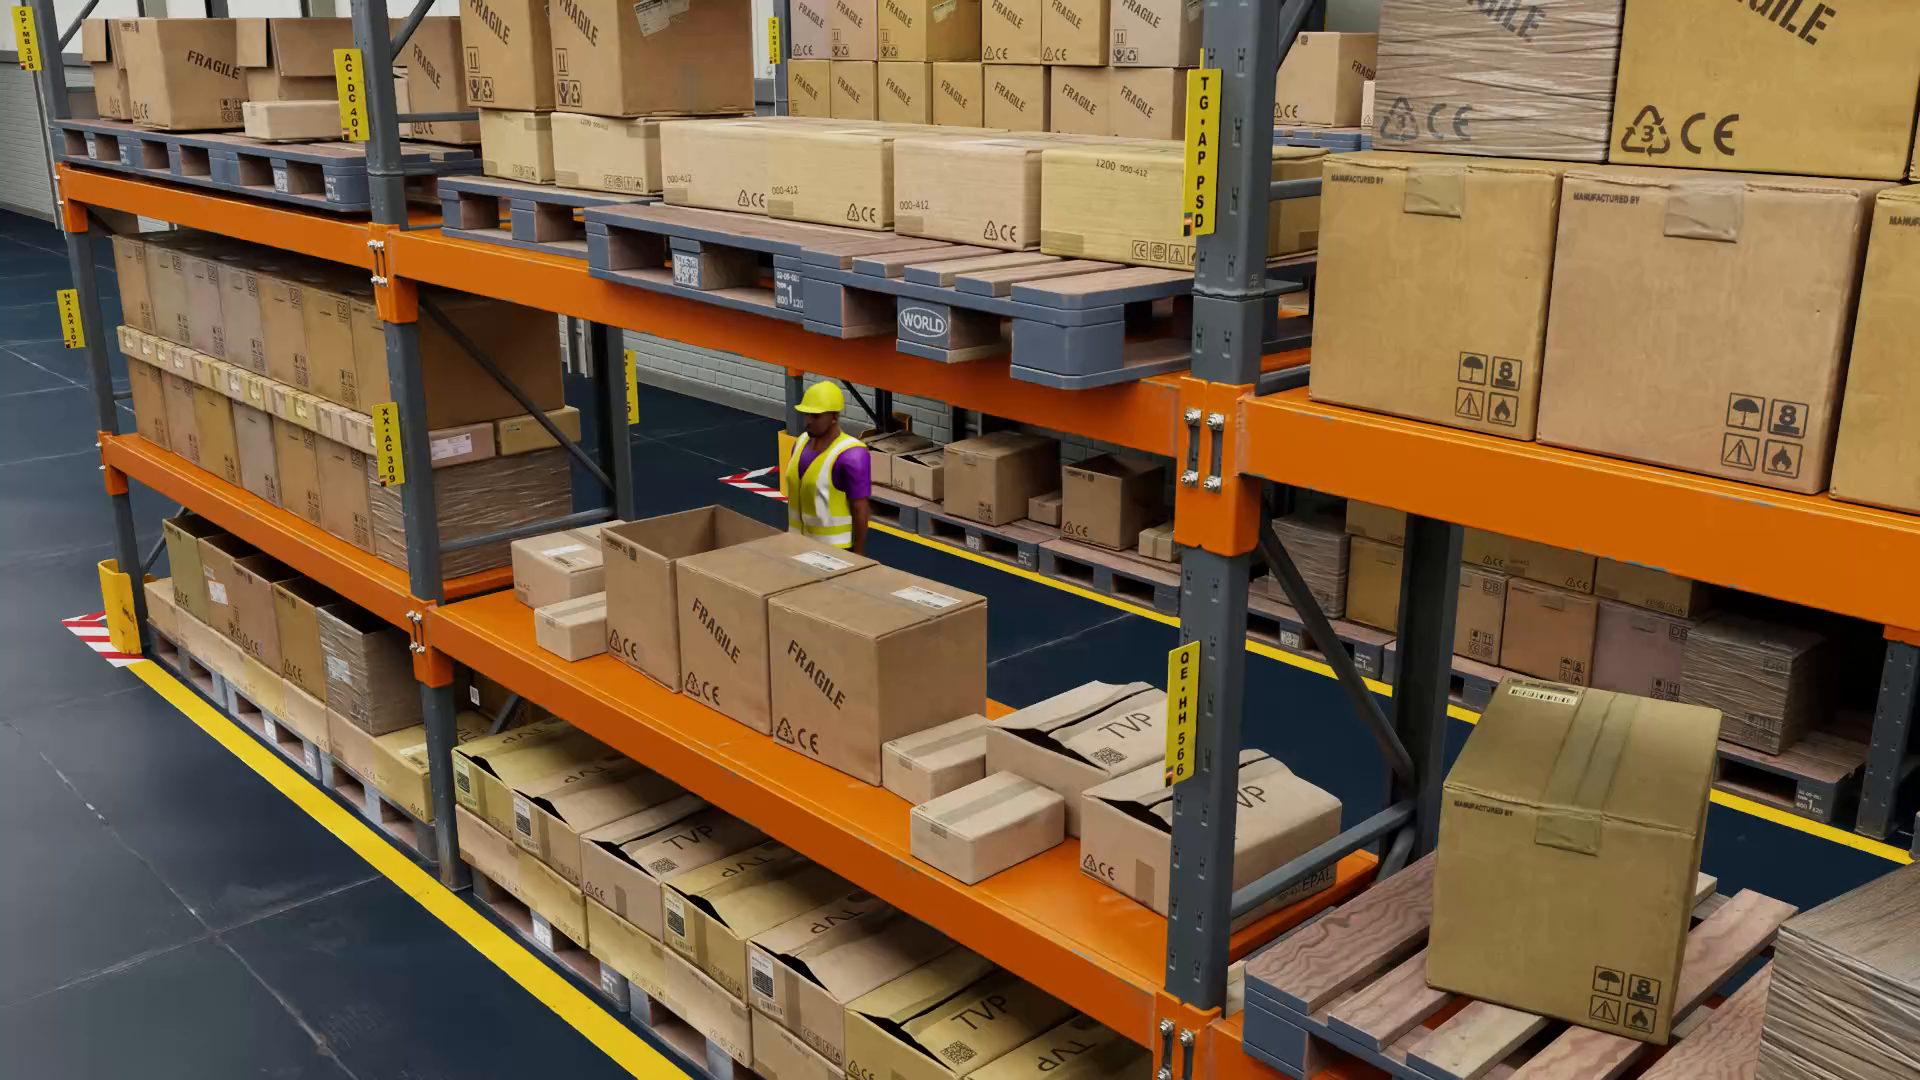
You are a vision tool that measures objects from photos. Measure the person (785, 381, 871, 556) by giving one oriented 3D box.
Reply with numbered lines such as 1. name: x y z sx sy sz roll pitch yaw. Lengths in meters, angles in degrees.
1. person: -0.740 0.044 8.925 0.377 1.807 0.575 -16 23 -42
